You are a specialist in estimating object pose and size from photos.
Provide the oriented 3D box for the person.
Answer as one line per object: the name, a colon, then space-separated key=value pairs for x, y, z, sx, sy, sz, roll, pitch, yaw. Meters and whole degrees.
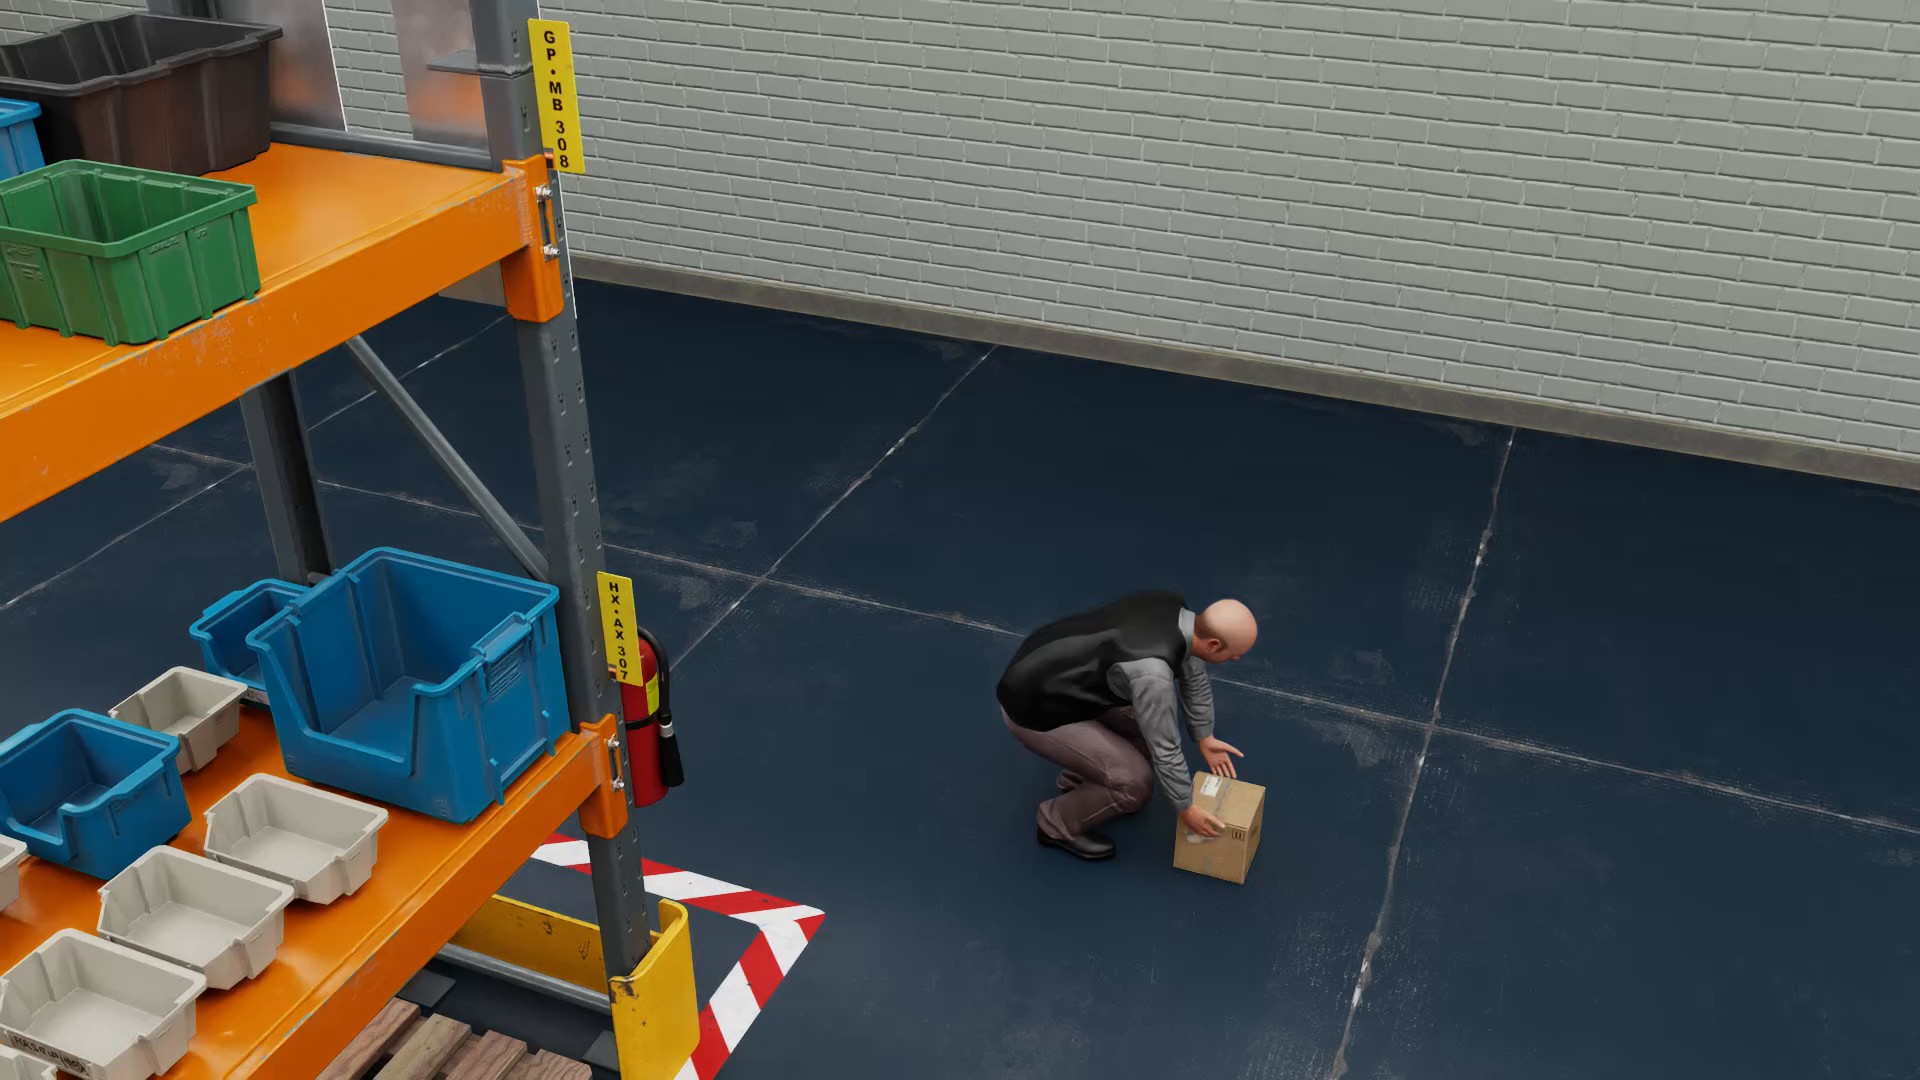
person: x=0.575 y=0.601 z=5.818 sx=0.853 sy=1.008 sz=0.553 roll=11 pitch=31 yaw=19
